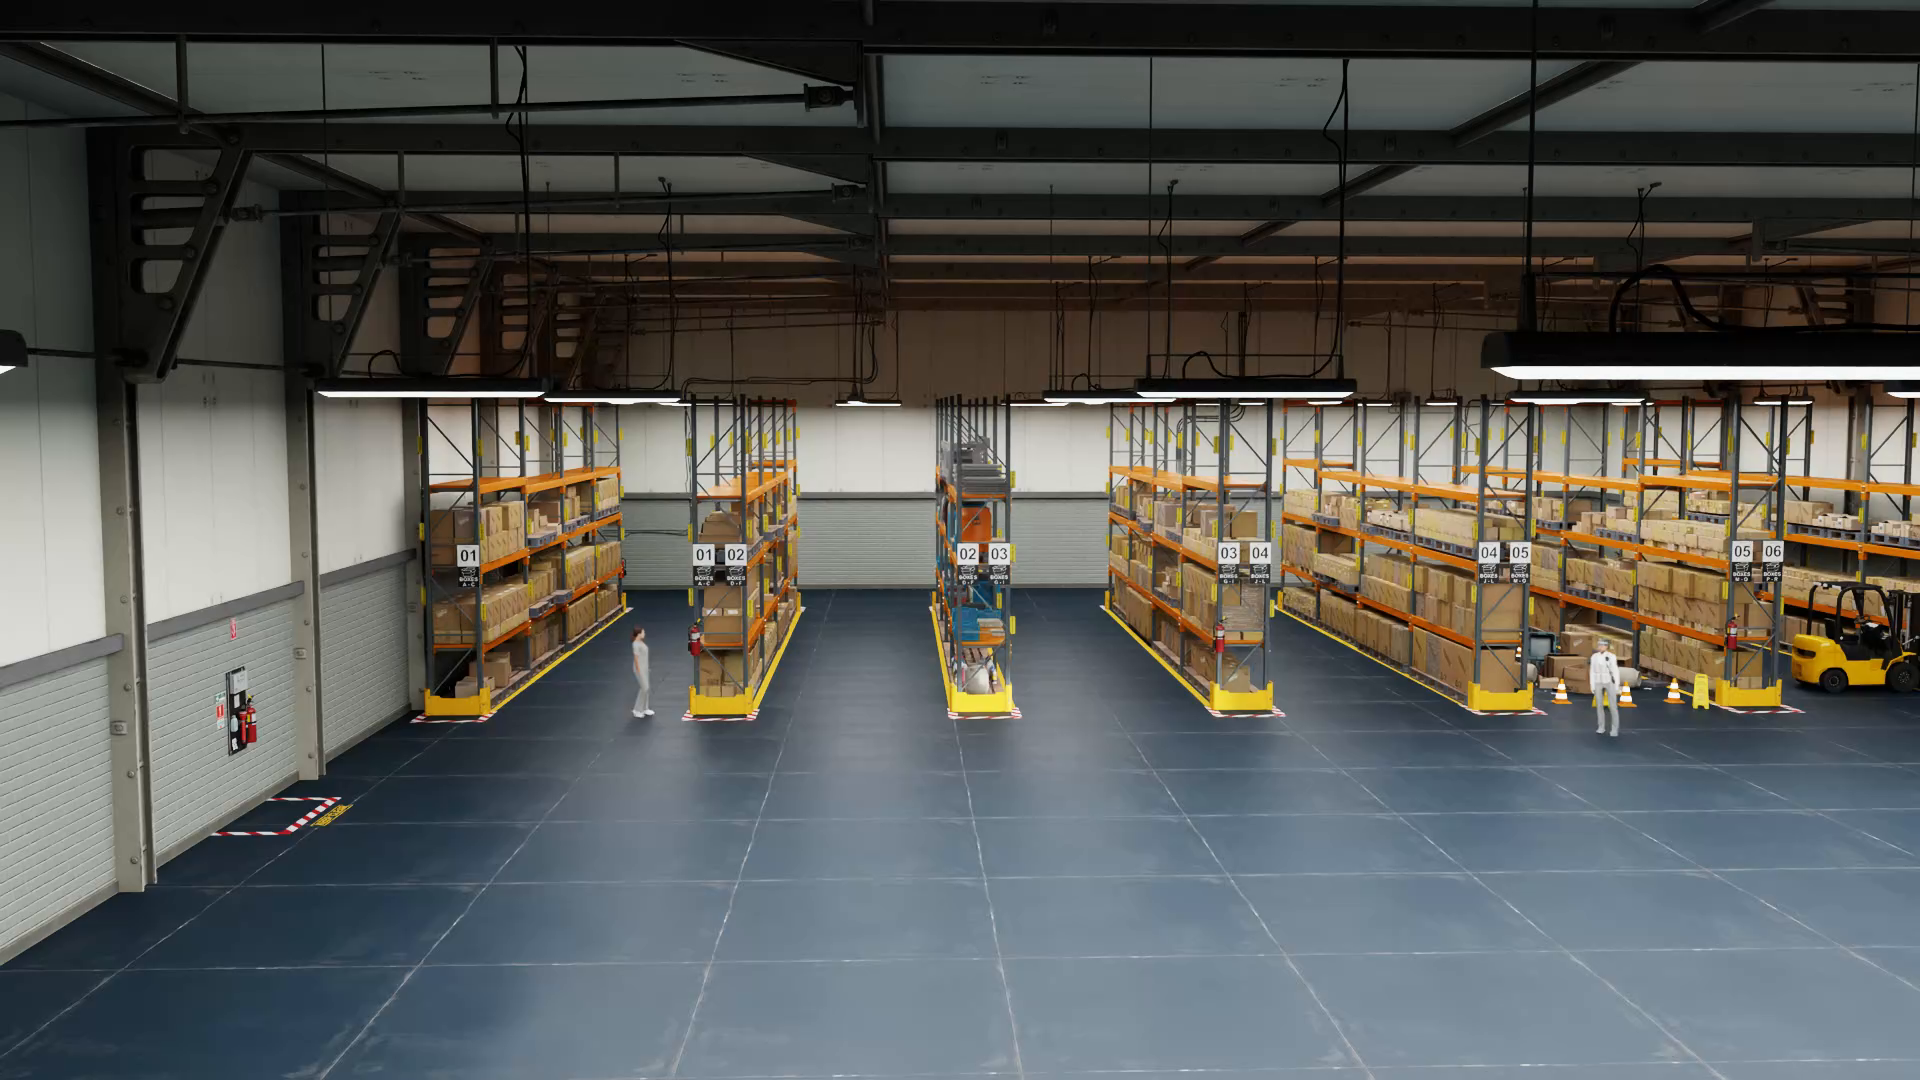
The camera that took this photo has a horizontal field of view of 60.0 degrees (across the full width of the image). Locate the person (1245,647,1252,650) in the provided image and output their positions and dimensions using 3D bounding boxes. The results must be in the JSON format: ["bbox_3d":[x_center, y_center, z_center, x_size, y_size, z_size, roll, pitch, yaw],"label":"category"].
[{"bbox_3d":[6.786,1.791,39.801,0.617,1.609,0.940,0,4,1],"label":"person"}]

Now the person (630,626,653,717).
[{"bbox_3d":[-5.974,2.468,31.162,0.419,1.716,0.528,0,5,6],"label":"person"}]

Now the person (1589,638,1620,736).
[{"bbox_3d":[11.382,2.573,29.363,0.577,1.697,0.413,4,6,40],"label":"person"}]
